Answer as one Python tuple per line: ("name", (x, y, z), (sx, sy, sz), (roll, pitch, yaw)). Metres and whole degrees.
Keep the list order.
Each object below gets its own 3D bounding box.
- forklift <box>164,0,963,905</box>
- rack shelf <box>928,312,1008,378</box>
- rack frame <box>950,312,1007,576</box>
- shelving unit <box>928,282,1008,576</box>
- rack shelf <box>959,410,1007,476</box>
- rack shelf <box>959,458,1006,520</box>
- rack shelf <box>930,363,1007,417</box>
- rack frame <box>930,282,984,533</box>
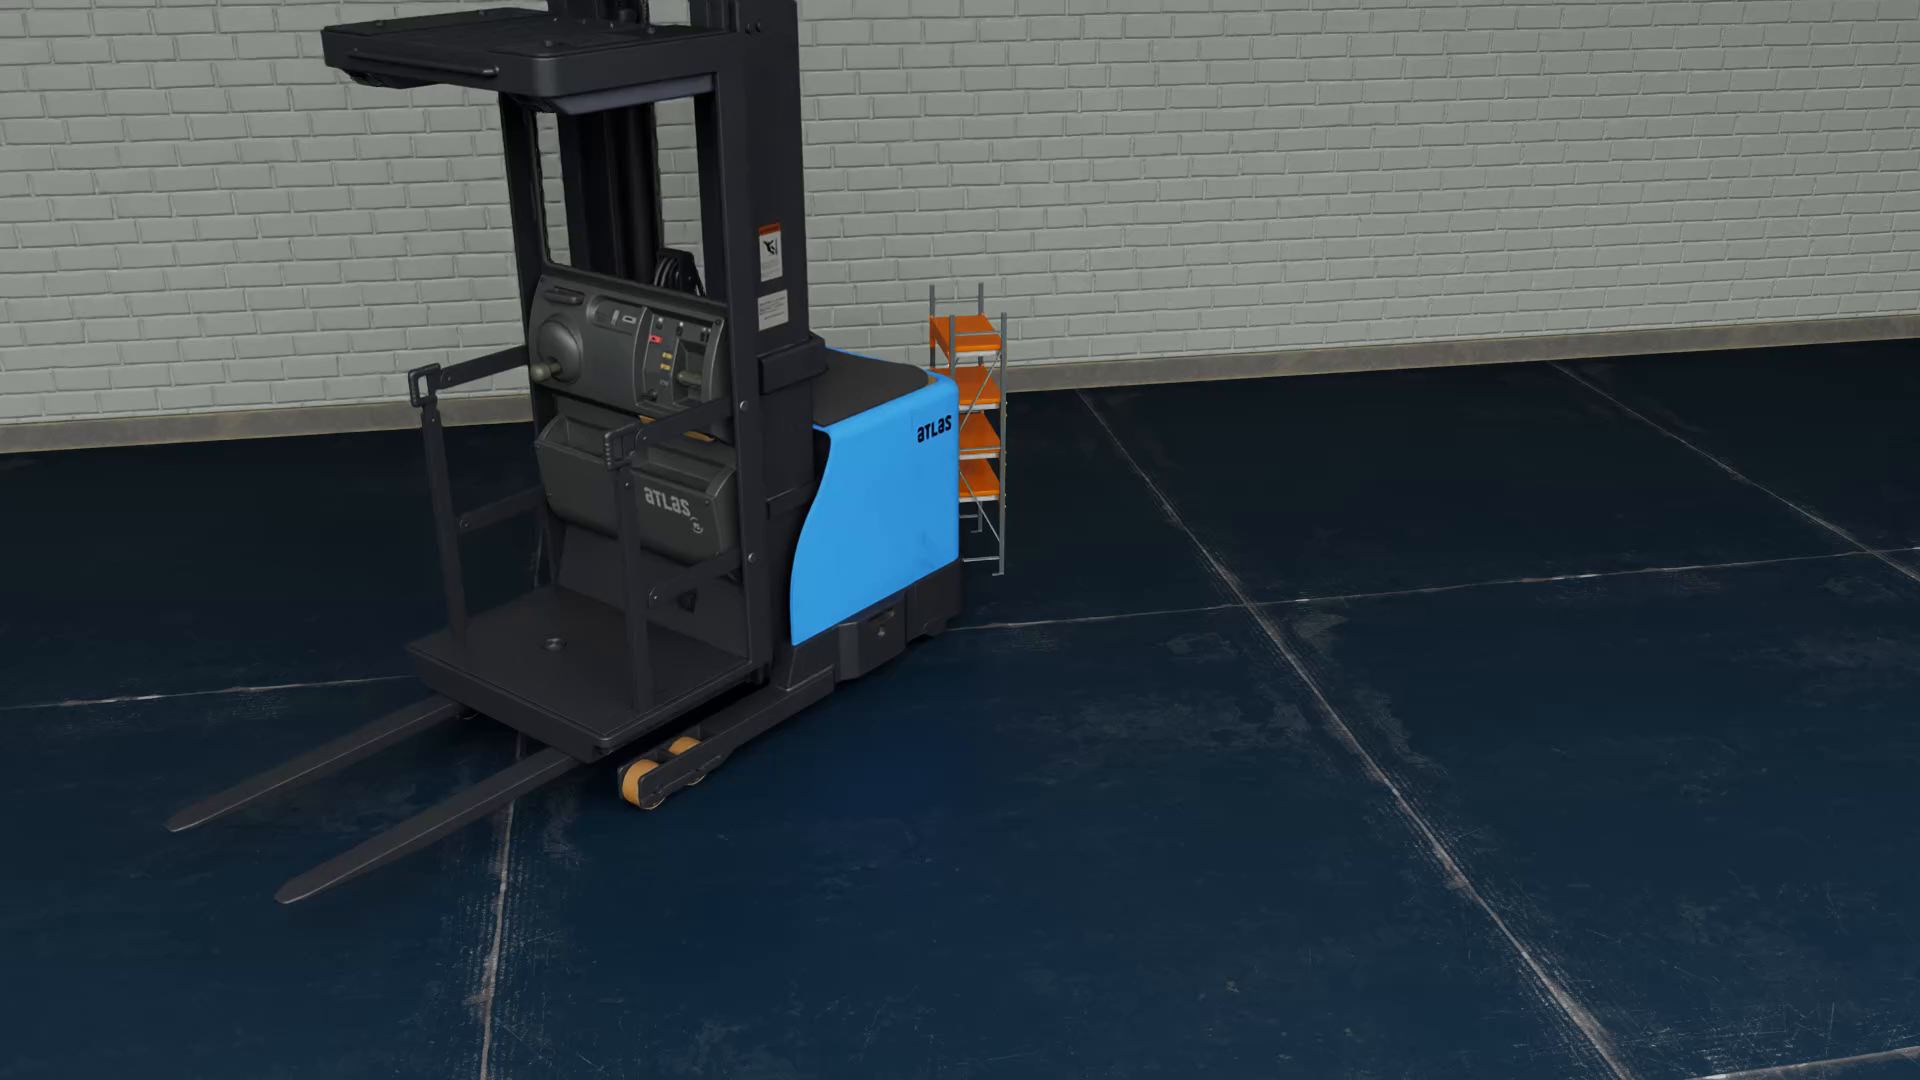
("forklift", (-1.287, -0.651, 5.578), (1.130, 2.935, 3.031), (17, 29, 34))
("rack shelf", (0.031, -0.845, 7.204), (0.258, 0.148, 0.480), (-4, 24, -10))
("rack frame", (0.076, -0.389, 7.141), (0.240, 1.200, 0.015), (-4, 24, -10))
("shelving unit", (0.031, -0.485, 7.361), (0.258, 1.200, 0.503), (-4, 24, -10))
("rack shelf", (0.031, -0.423, 7.388), (0.258, 0.148, 0.480), (-4, 24, -10))
("rack shelf", (0.031, -0.241, 7.467), (0.258, 0.148, 0.480), (-4, 24, -10))
("rack shelf", (0.031, -0.628, 7.298), (0.258, 0.148, 0.480), (-4, 24, -10))
("rack frame", (-0.015, -0.581, 7.581), (0.240, 1.200, 0.015), (-4, 24, -10))
